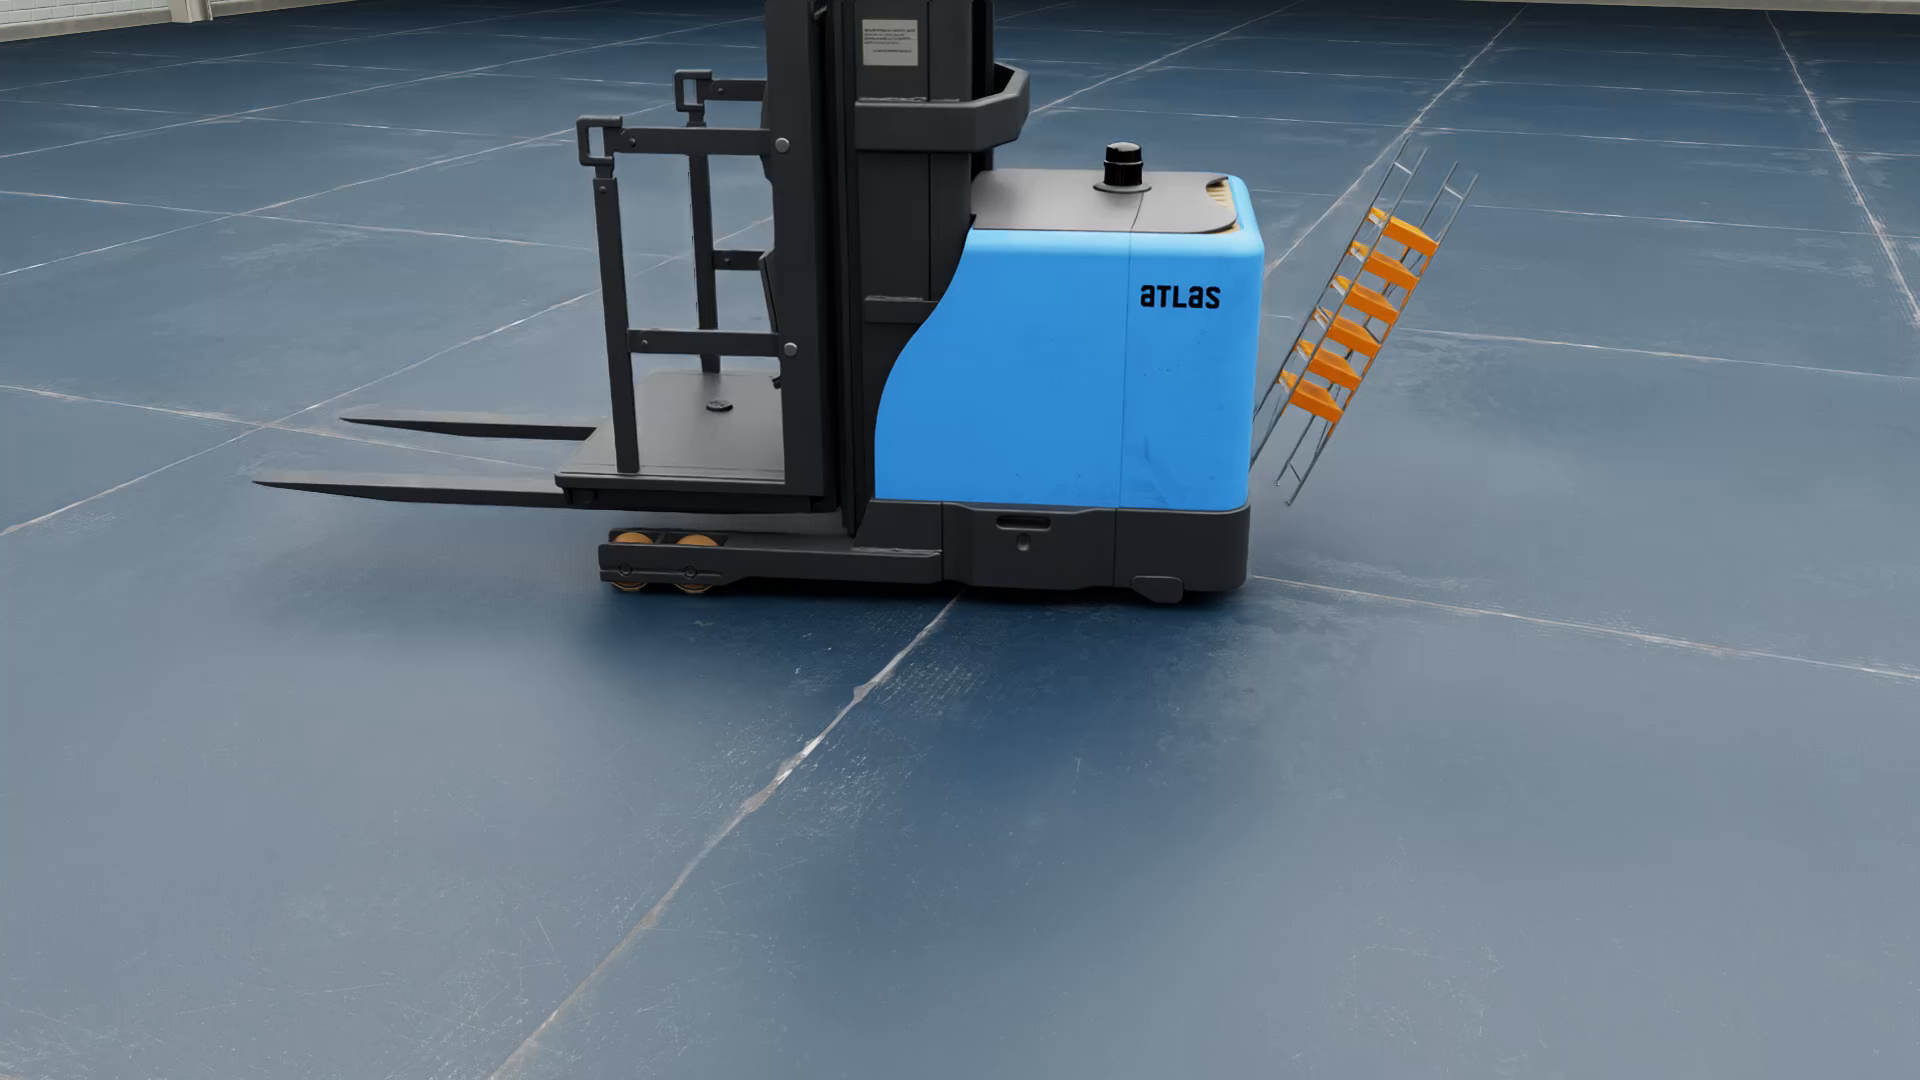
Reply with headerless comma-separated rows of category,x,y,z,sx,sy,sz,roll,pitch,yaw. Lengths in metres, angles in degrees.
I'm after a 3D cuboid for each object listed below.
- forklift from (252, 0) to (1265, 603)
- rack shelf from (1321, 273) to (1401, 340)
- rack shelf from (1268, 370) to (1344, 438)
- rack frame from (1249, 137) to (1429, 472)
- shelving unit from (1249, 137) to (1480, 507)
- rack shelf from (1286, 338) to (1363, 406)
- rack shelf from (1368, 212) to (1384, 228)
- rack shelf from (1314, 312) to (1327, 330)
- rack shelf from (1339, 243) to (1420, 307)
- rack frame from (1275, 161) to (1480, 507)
forklift,-0.639,-1.356,4.808,3.031,2.843,1.129,2,23,5
rack shelf,1.289,-0.760,5.371,0.180,0.103,0.258,23,20,-10
rack shelf,1.139,-0.457,5.494,0.180,0.103,0.258,23,20,-10
rack frame,1.174,-0.731,5.381,0.006,1.200,0.240,23,20,-10
shelving unit,1.257,-0.696,5.397,0.189,1.200,0.258,23,20,-10
rack shelf,1.189,-0.558,5.453,0.180,0.103,0.258,23,20,-10
rack shelf,1.397,-0.979,5.282,0.166,0.020,0.199,23,20,-10
rack shelf,1.247,-0.676,5.405,0.166,0.020,0.199,23,20,-10
rack shelf,1.339,-0.861,5.330,0.180,0.103,0.258,23,20,-10
rack frame,1.340,-0.662,5.413,0.006,1.200,0.240,23,20,-10
